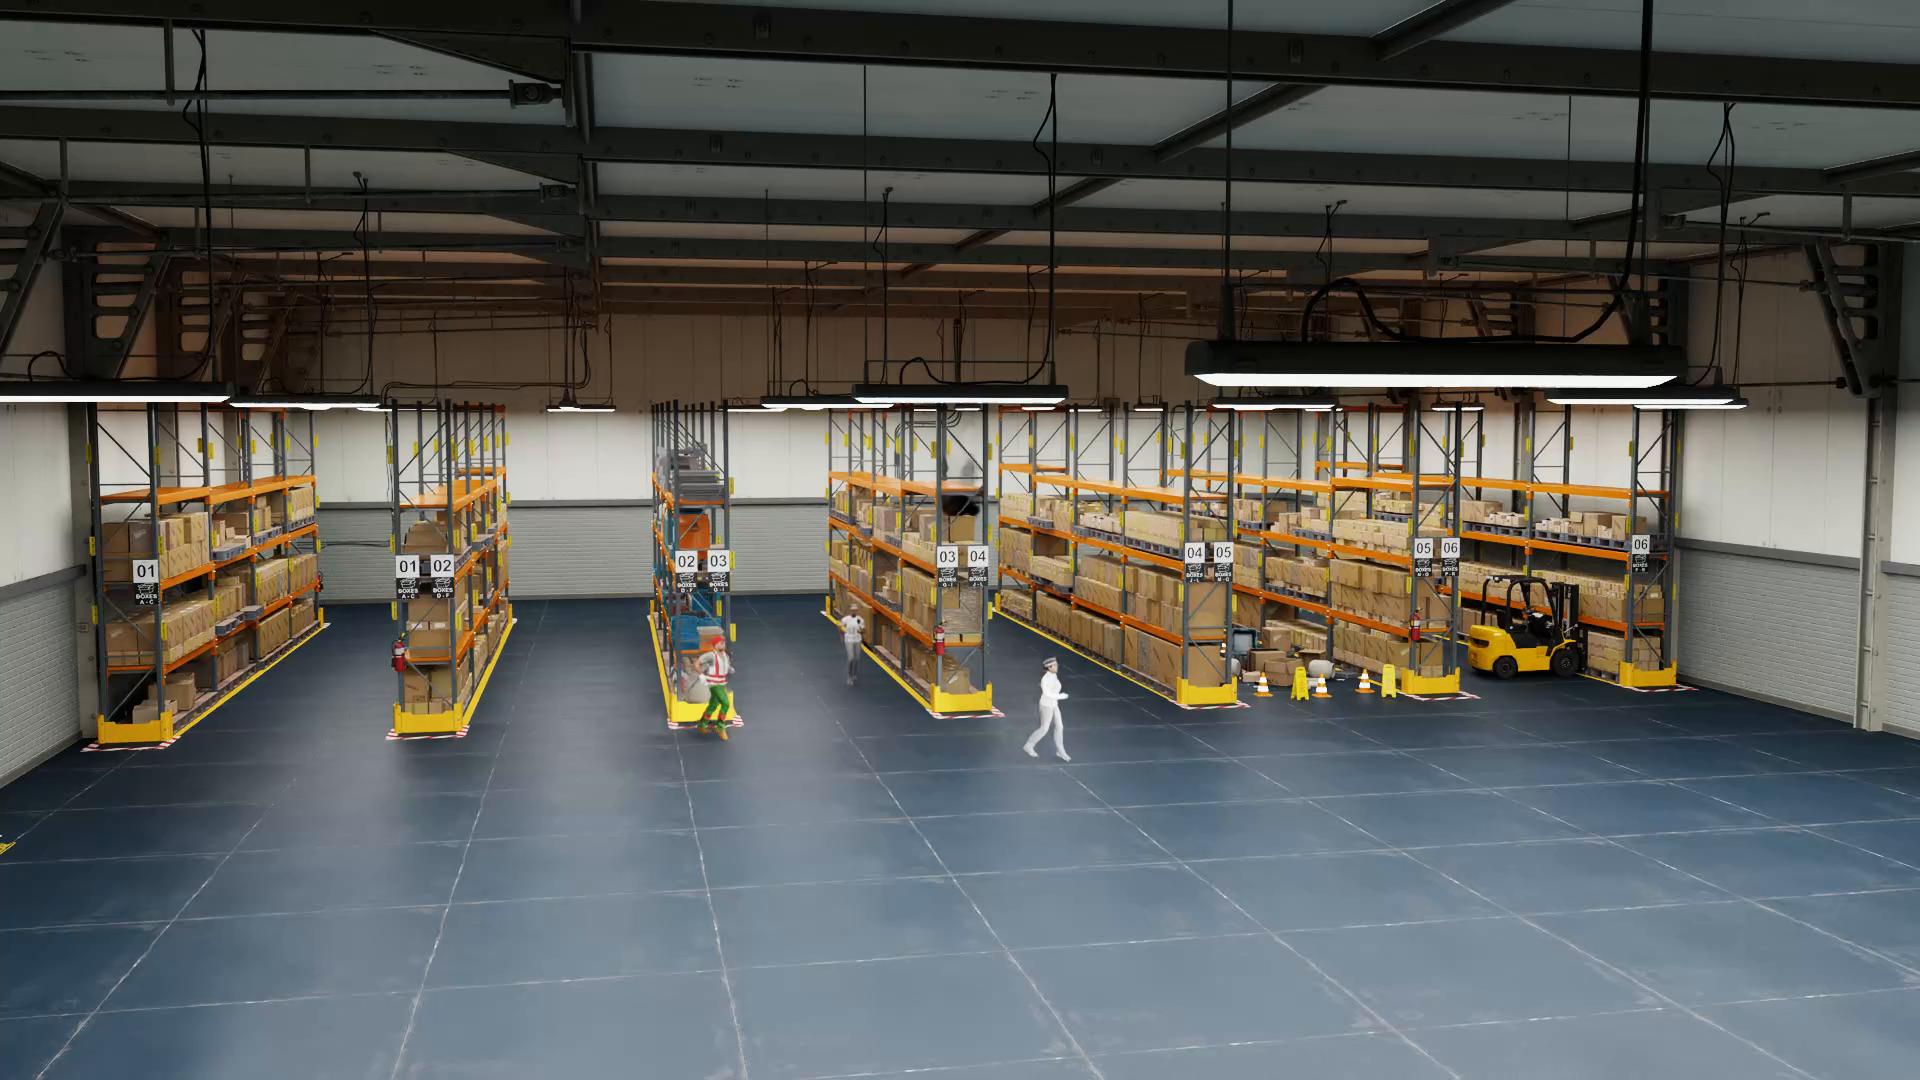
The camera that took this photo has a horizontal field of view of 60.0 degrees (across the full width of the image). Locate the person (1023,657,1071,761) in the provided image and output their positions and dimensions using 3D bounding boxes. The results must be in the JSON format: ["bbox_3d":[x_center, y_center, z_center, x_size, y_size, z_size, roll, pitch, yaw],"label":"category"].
[{"bbox_3d":[1.454,2.801,27.602,0.794,1.744,0.627,1,5,18],"label":"person"}]

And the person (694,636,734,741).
[{"bbox_3d":[-4.333,2.603,29.524,0.725,1.816,0.663,2,5,21],"label":"person"}]

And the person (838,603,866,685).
[{"bbox_3d":[-2.280,2.219,35.410,0.535,1.749,0.743,-1,5,-18],"label":"person"}]
